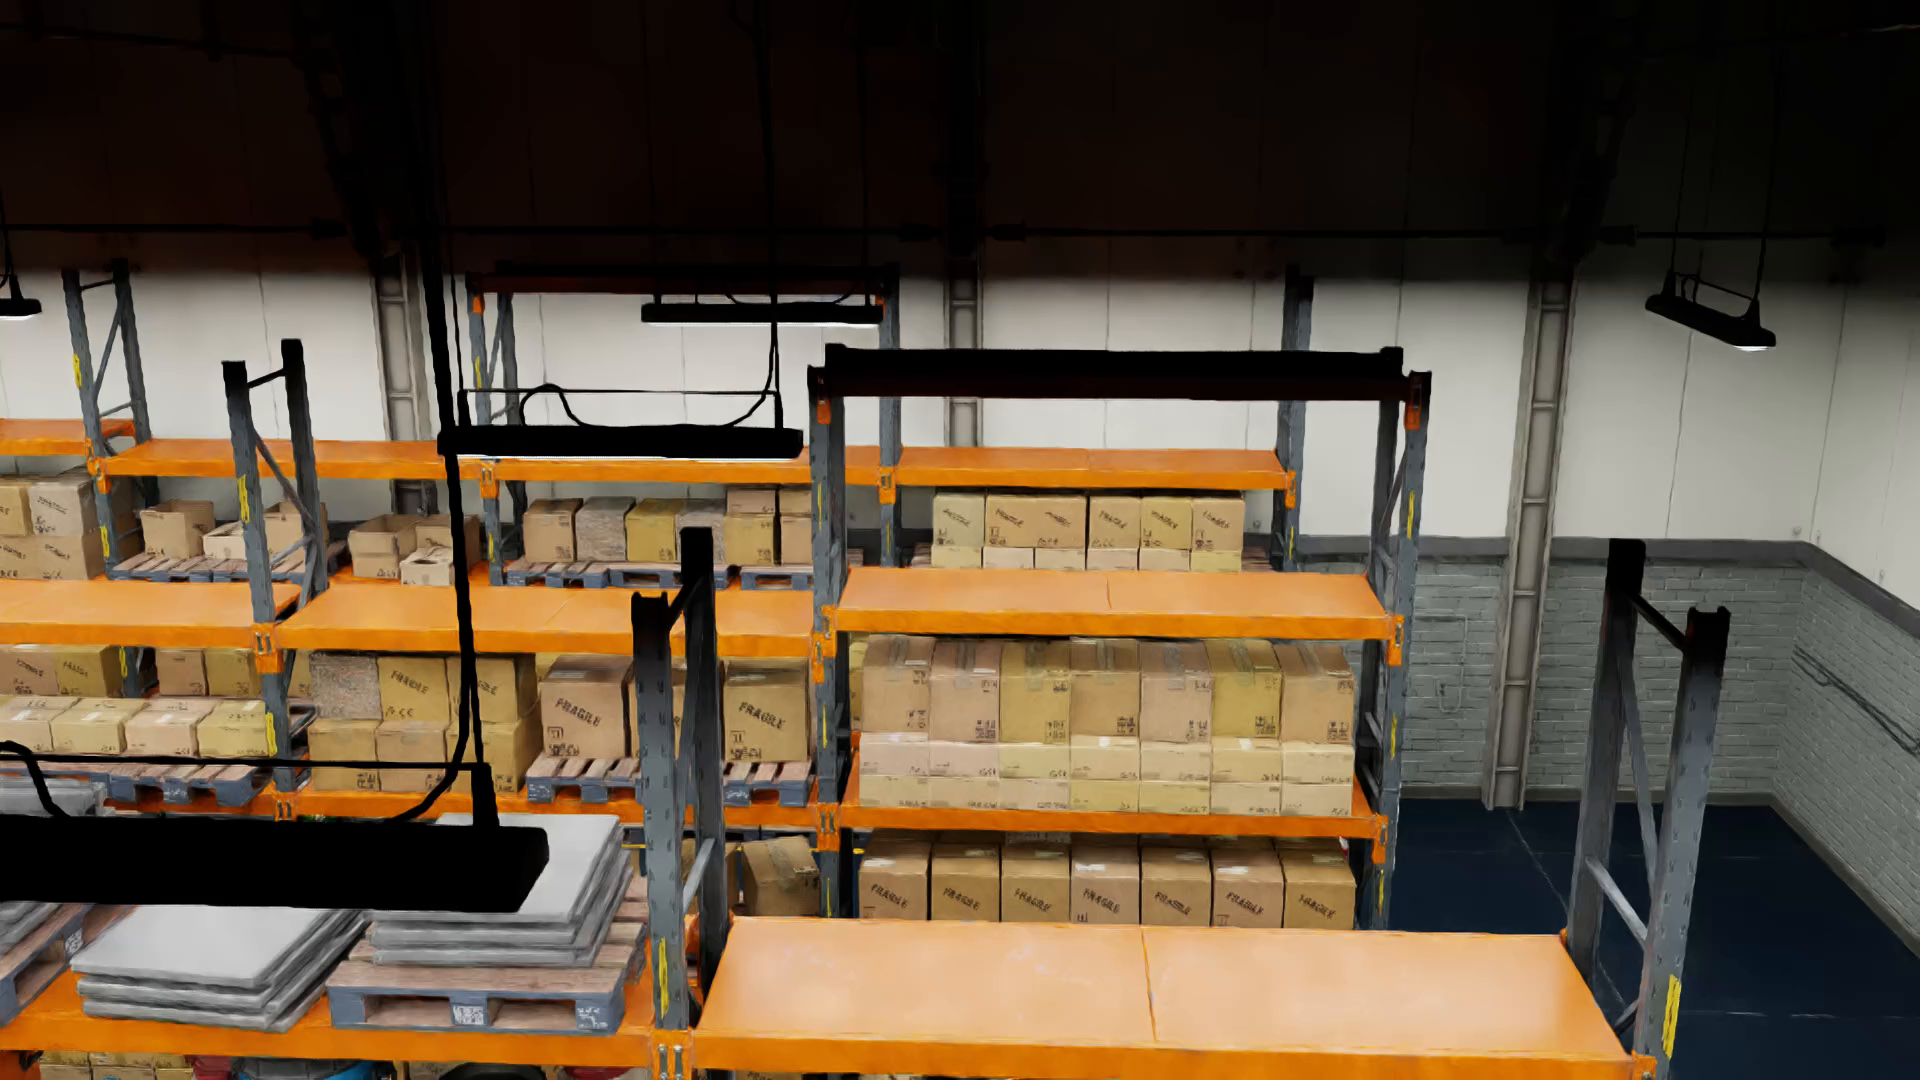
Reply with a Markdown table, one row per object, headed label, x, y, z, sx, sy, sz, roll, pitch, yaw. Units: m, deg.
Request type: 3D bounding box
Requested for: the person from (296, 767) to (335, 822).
| label | x | y | z | sx | sy | sz | roll | pitch | yaw |
| --- | --- | --- | --- | --- | --- | --- | --- | --- | --- |
| person | -6.446 | 2.604 | 16.528 | 0.838 | 1.716 | 0.686 | -4 | 17 | -12 |
